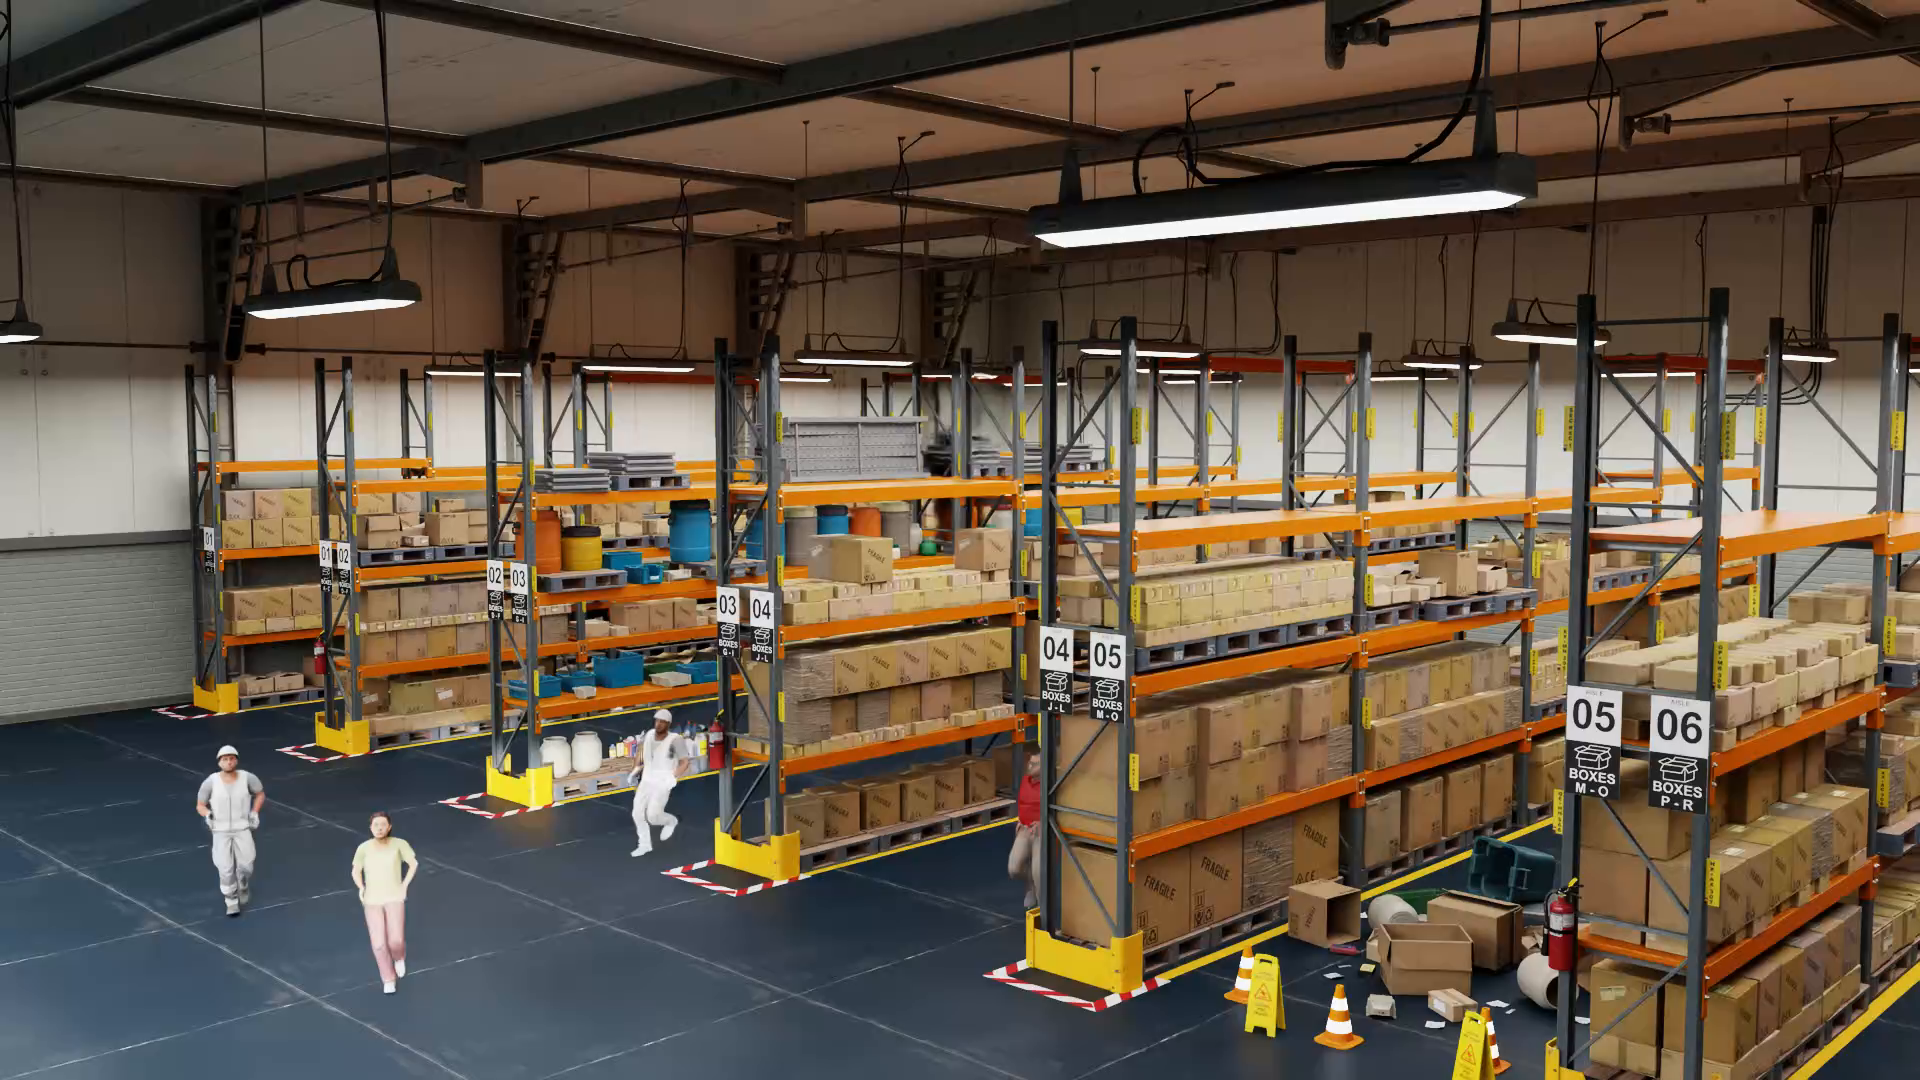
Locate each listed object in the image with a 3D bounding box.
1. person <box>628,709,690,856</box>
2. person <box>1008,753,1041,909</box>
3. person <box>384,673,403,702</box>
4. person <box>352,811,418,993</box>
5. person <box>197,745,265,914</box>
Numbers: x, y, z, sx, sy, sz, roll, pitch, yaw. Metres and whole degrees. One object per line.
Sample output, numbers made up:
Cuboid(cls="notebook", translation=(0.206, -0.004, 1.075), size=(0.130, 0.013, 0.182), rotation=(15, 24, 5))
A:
Cuboid(cls="person", translation=(-3.499, 2.831, 19.485), size=(0.734, 1.728, 0.622), rotation=(2, 5, 29))
Cuboid(cls="person", translation=(0.766, 3.021, 16.995), size=(0.657, 1.691, 0.579), rotation=(3, 6, 38))
Cuboid(cls="person", translation=(-9.570, 2.239, 28.132), size=(0.688, 1.606, 0.754), rotation=(4, 6, 40))
Cuboid(cls="person", translation=(-5.128, 3.215, 14.814), size=(0.558, 1.624, 0.533), rotation=(-1, 4, -12))
Cuboid(cls="person", translation=(-7.472, 2.982, 17.069), size=(0.648, 1.740, 0.598), rotation=(-2, 5, -24))
